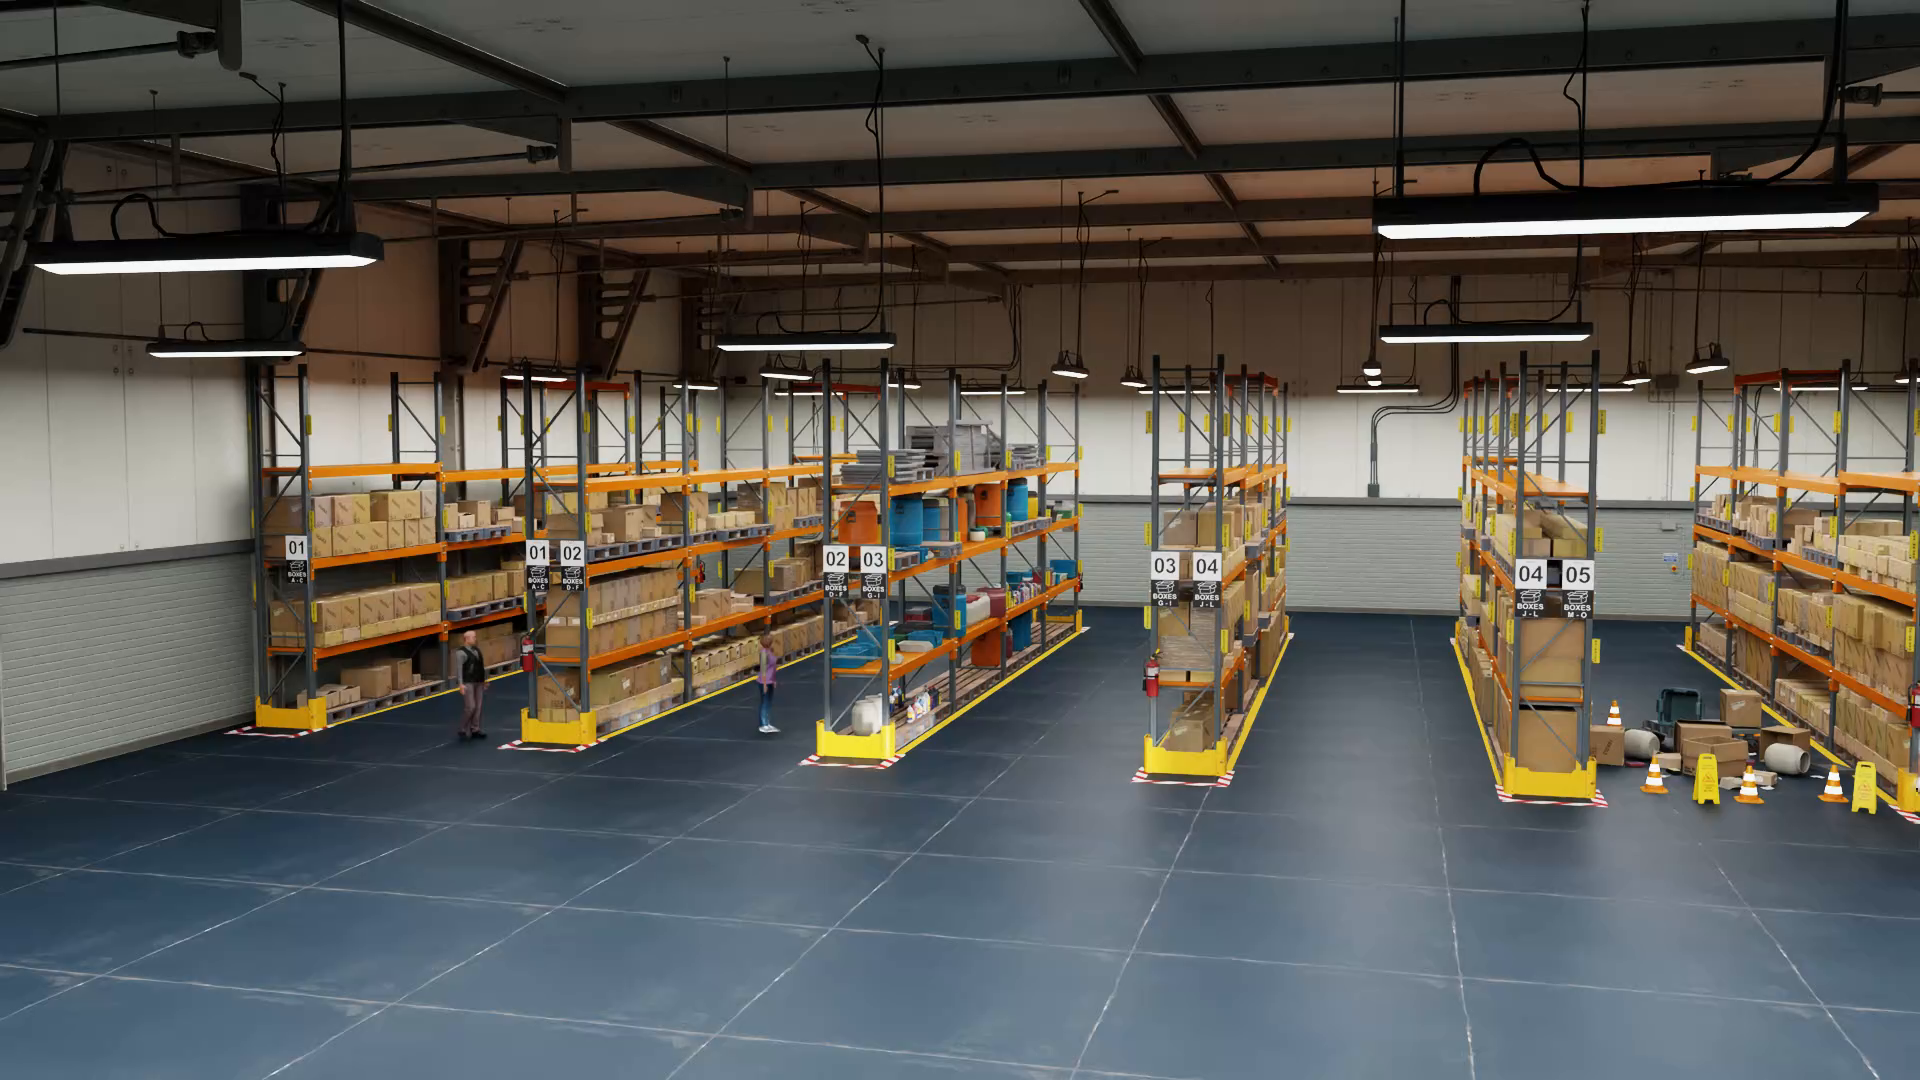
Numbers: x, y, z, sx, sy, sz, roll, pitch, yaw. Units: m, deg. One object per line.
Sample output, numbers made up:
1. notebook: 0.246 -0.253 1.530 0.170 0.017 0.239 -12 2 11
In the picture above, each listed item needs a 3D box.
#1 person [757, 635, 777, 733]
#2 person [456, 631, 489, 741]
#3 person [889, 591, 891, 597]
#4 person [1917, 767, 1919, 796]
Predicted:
1. person: -3.144 2.334 27.074 0.322 1.608 0.431 1 4 9
2. person: -7.792 2.320 26.615 0.415 1.742 0.590 2 4 27
3. person: -2.122 1.088 43.897 0.484 1.775 0.570 2 4 24
4. person: 11.223 2.794 18.964 0.388 1.789 0.657 -1 4 -19
